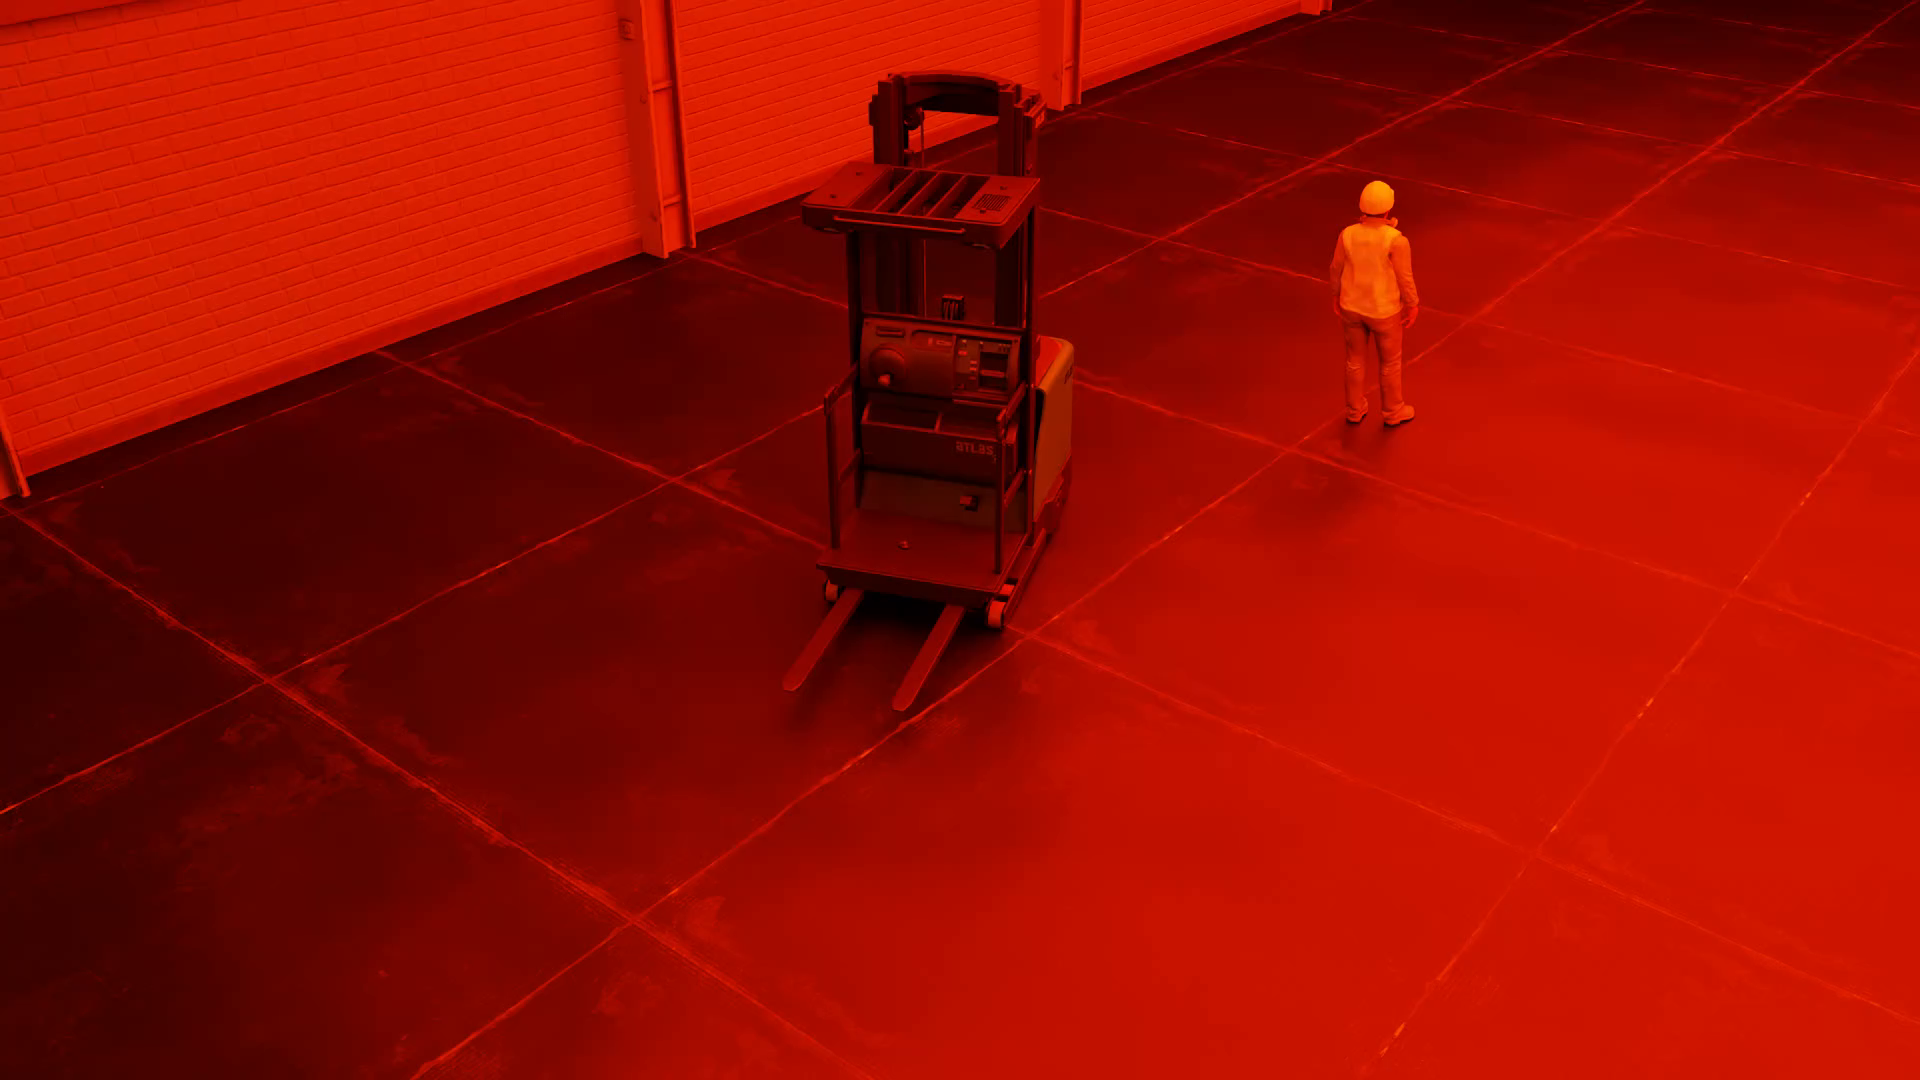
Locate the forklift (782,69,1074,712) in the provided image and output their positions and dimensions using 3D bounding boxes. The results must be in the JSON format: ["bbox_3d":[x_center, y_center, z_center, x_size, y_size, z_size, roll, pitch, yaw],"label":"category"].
[{"bbox_3d":[-0.176,-0.972,9.258,1.130,2.935,3.031,9,31,14],"label":"forklift"}]

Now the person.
[{"bbox_3d":[2.895,-1.654,11.557,0.634,1.775,0.567,20,36,30],"label":"person"}]
